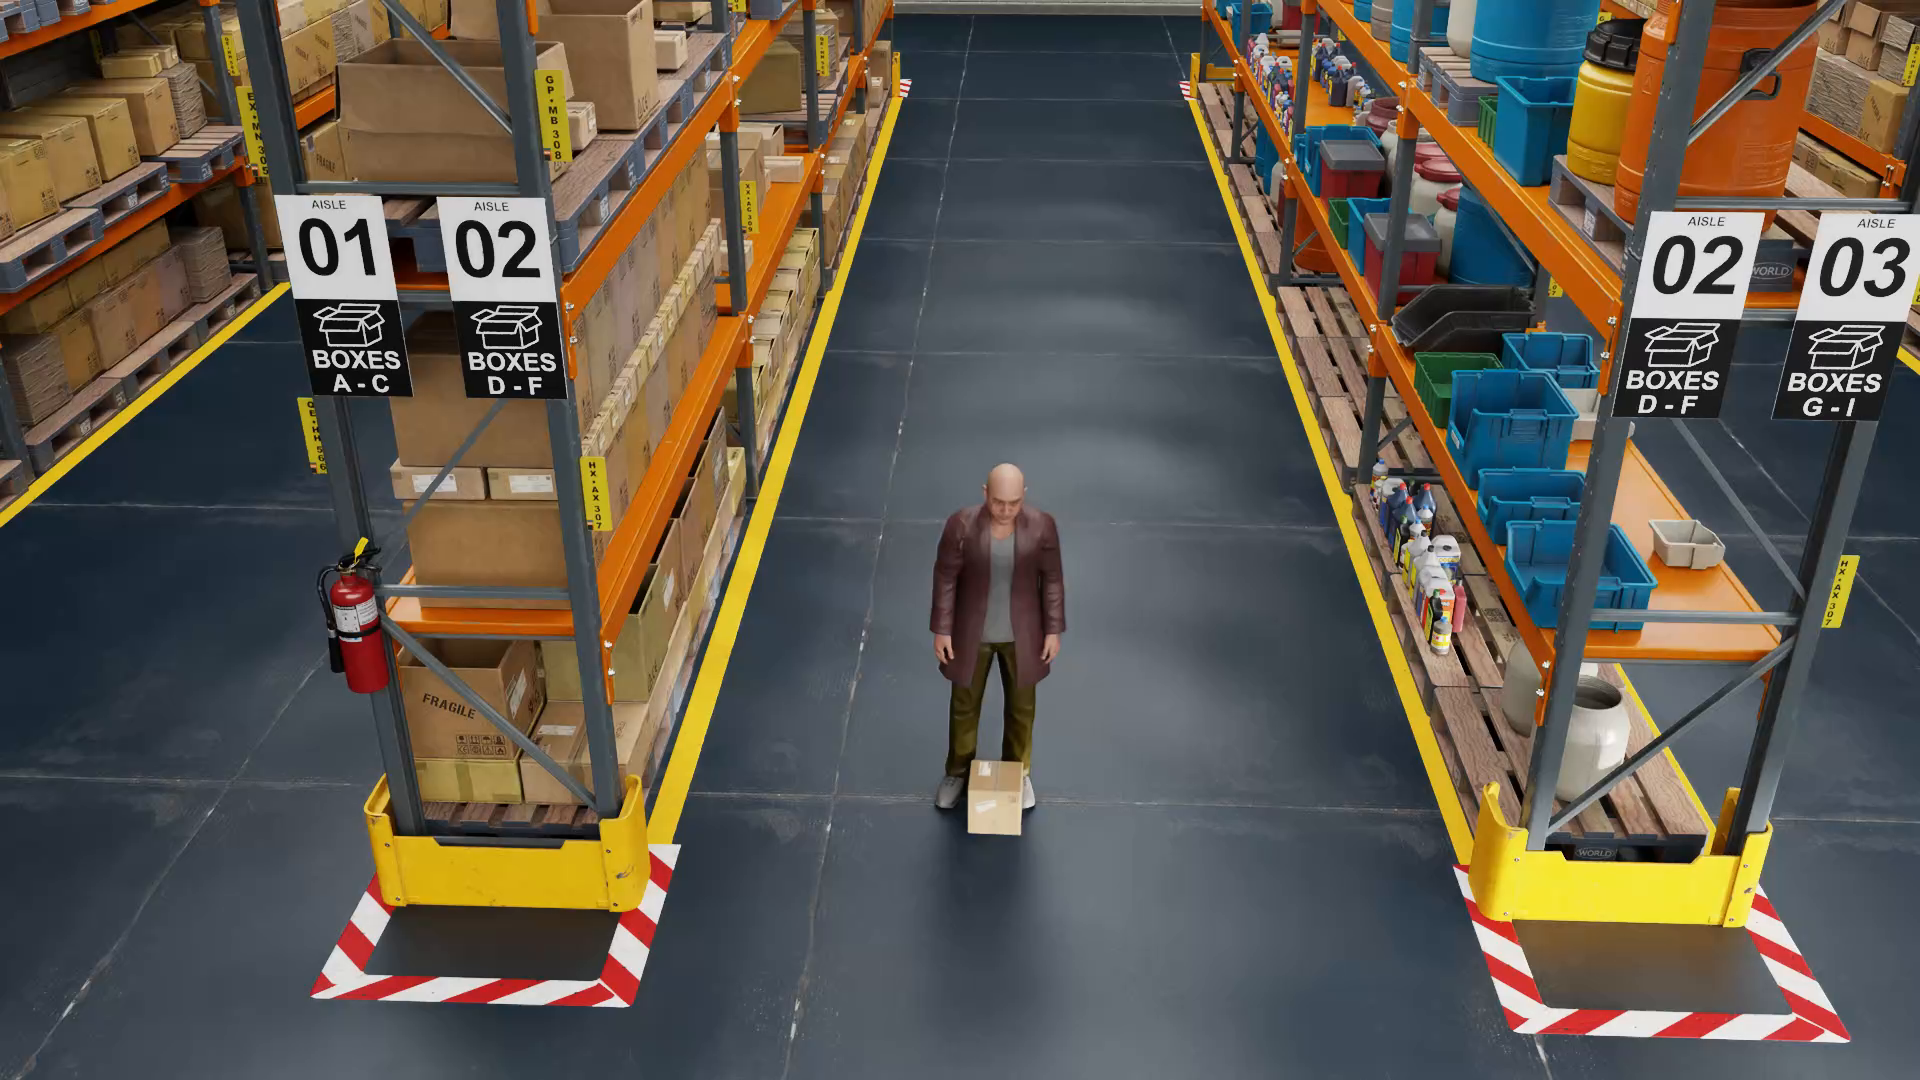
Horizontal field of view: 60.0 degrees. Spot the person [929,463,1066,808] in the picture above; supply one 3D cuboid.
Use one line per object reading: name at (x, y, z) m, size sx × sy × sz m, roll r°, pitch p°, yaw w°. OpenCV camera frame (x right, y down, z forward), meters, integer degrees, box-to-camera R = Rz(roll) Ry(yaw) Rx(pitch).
person at (0.177, 0.437, 7.802) m, size 0.644 × 1.772 × 0.429 m, roll 0°, pitch 28°, yaw -1°
